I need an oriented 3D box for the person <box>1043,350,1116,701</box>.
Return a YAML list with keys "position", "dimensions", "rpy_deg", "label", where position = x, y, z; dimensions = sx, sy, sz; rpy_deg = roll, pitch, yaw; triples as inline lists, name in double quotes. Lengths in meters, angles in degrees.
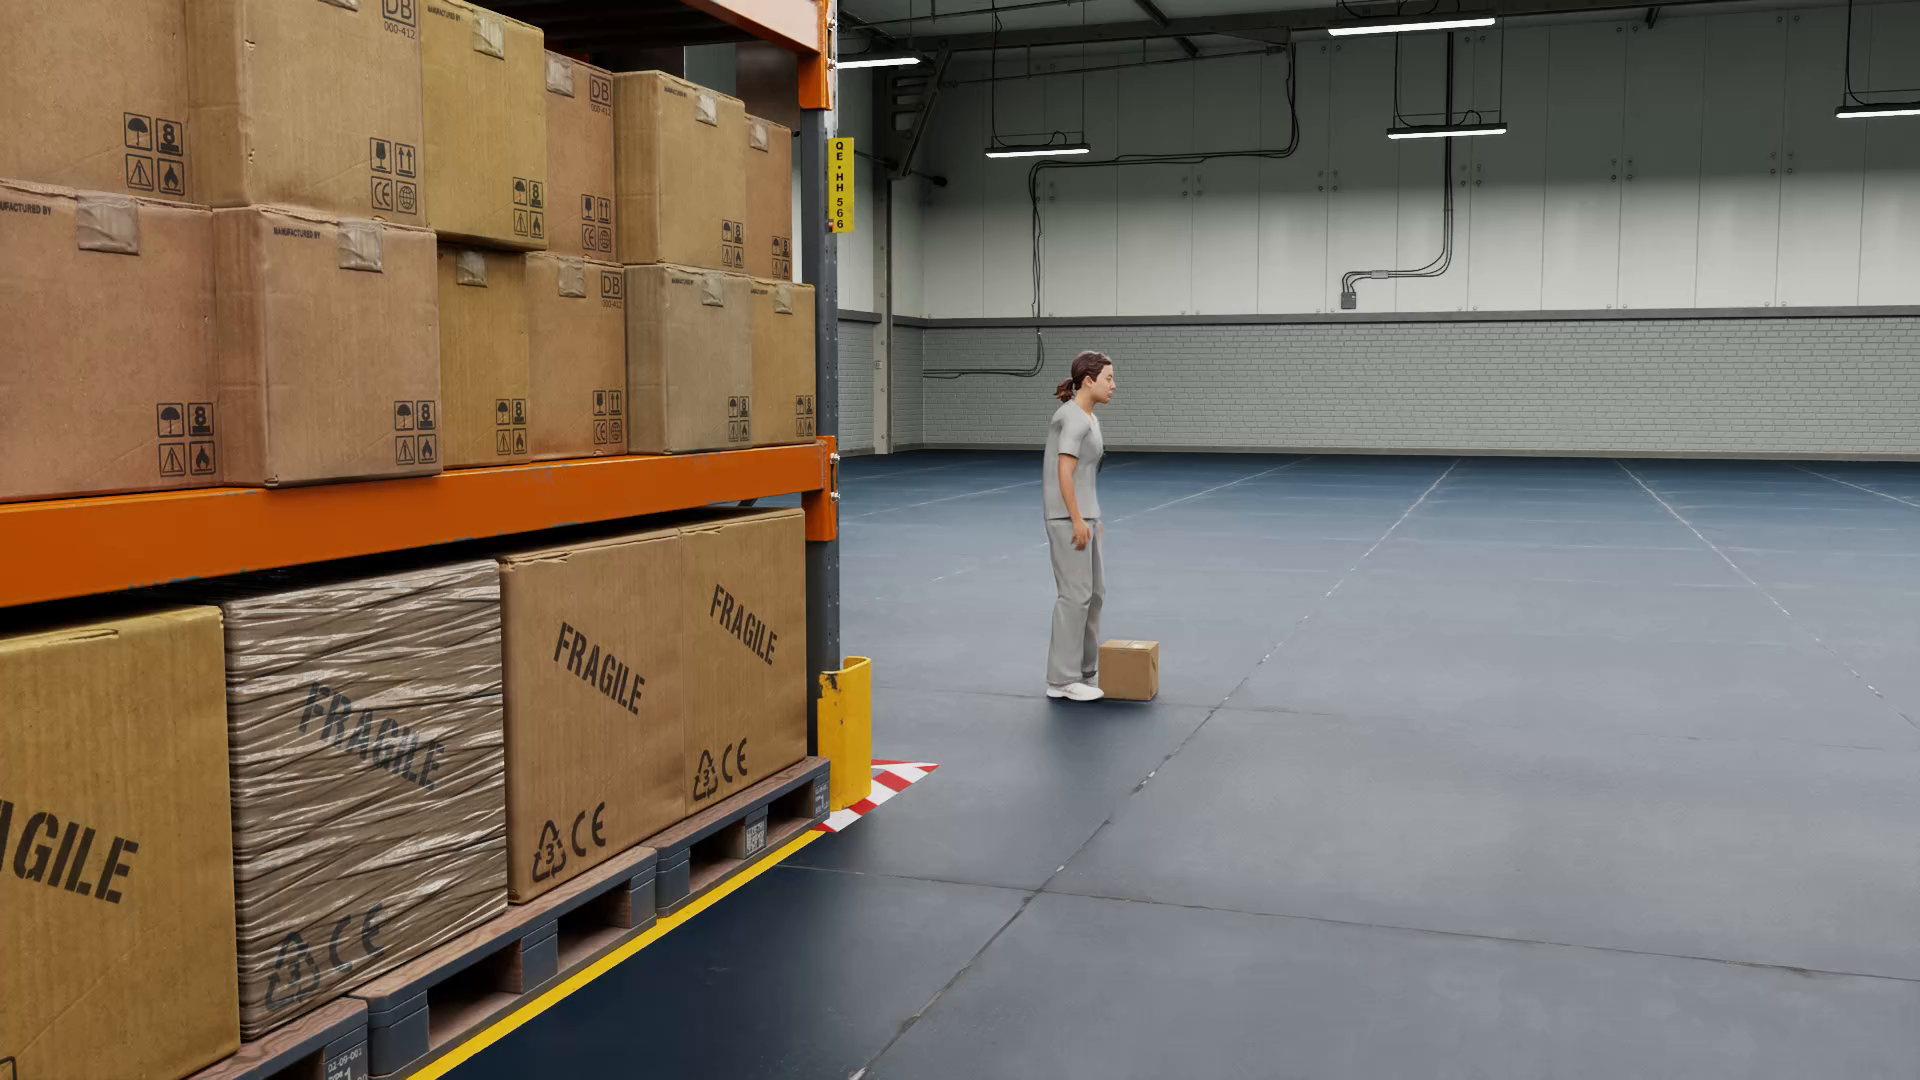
- position: [0.589, -0.084, 8.110]
  dimensions: [0.360, 1.673, 0.513]
  rpy_deg: [1, 5, 16]
  label: "person"
